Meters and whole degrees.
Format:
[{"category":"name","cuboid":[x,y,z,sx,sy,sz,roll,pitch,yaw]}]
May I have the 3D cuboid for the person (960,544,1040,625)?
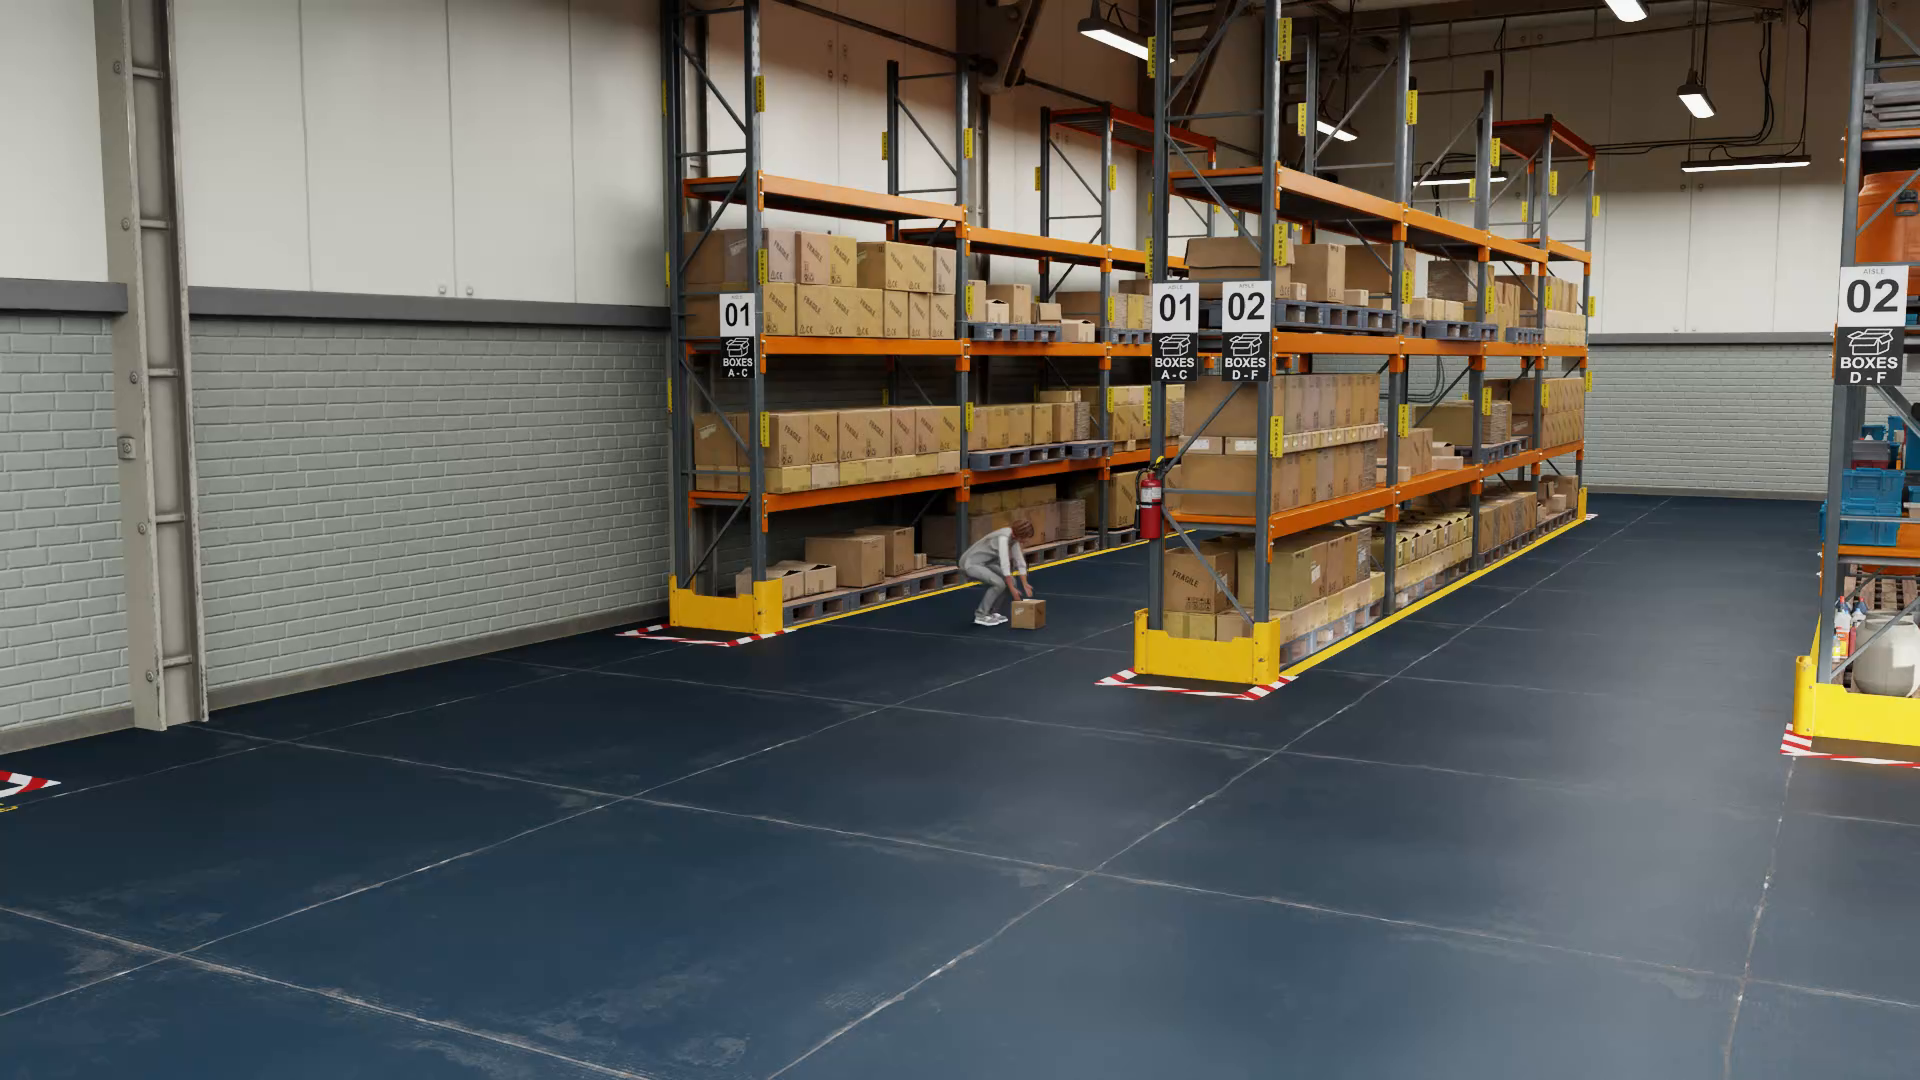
[{"category":"person","cuboid":[0.395,0.428,16.308,0.800,0.806,0.432,3,7,28]}]
